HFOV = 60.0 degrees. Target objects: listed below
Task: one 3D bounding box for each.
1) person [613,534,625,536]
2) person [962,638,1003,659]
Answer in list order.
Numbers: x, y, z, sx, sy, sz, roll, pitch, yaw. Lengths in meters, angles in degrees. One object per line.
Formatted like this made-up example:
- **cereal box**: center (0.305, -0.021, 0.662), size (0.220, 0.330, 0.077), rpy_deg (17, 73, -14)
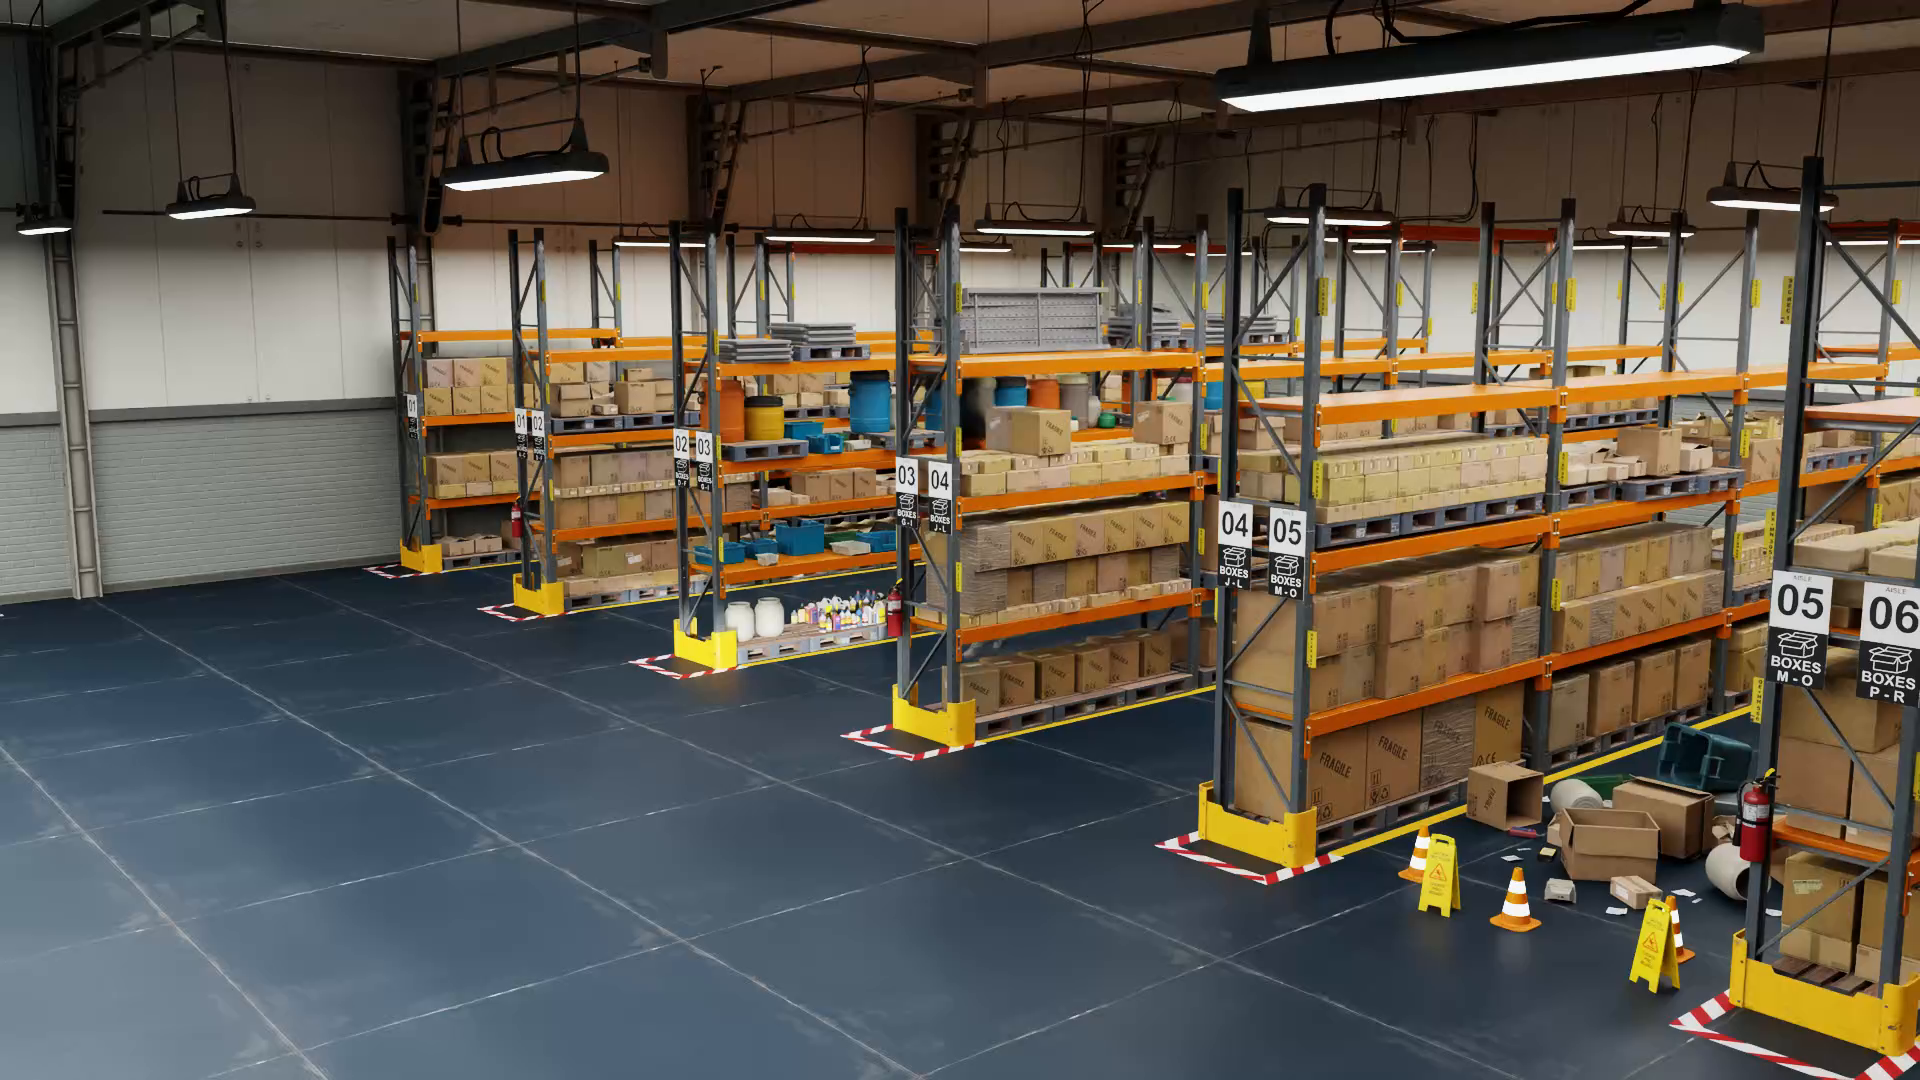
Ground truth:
- **person**: center (-6.010, -0.119, 29.148), size (0.536, 1.595, 0.878), rpy_deg (7, 11, 38)
- **person**: center (0.355, 0.649, 21.992), size (0.684, 1.779, 0.808), rpy_deg (8, 12, 43)
